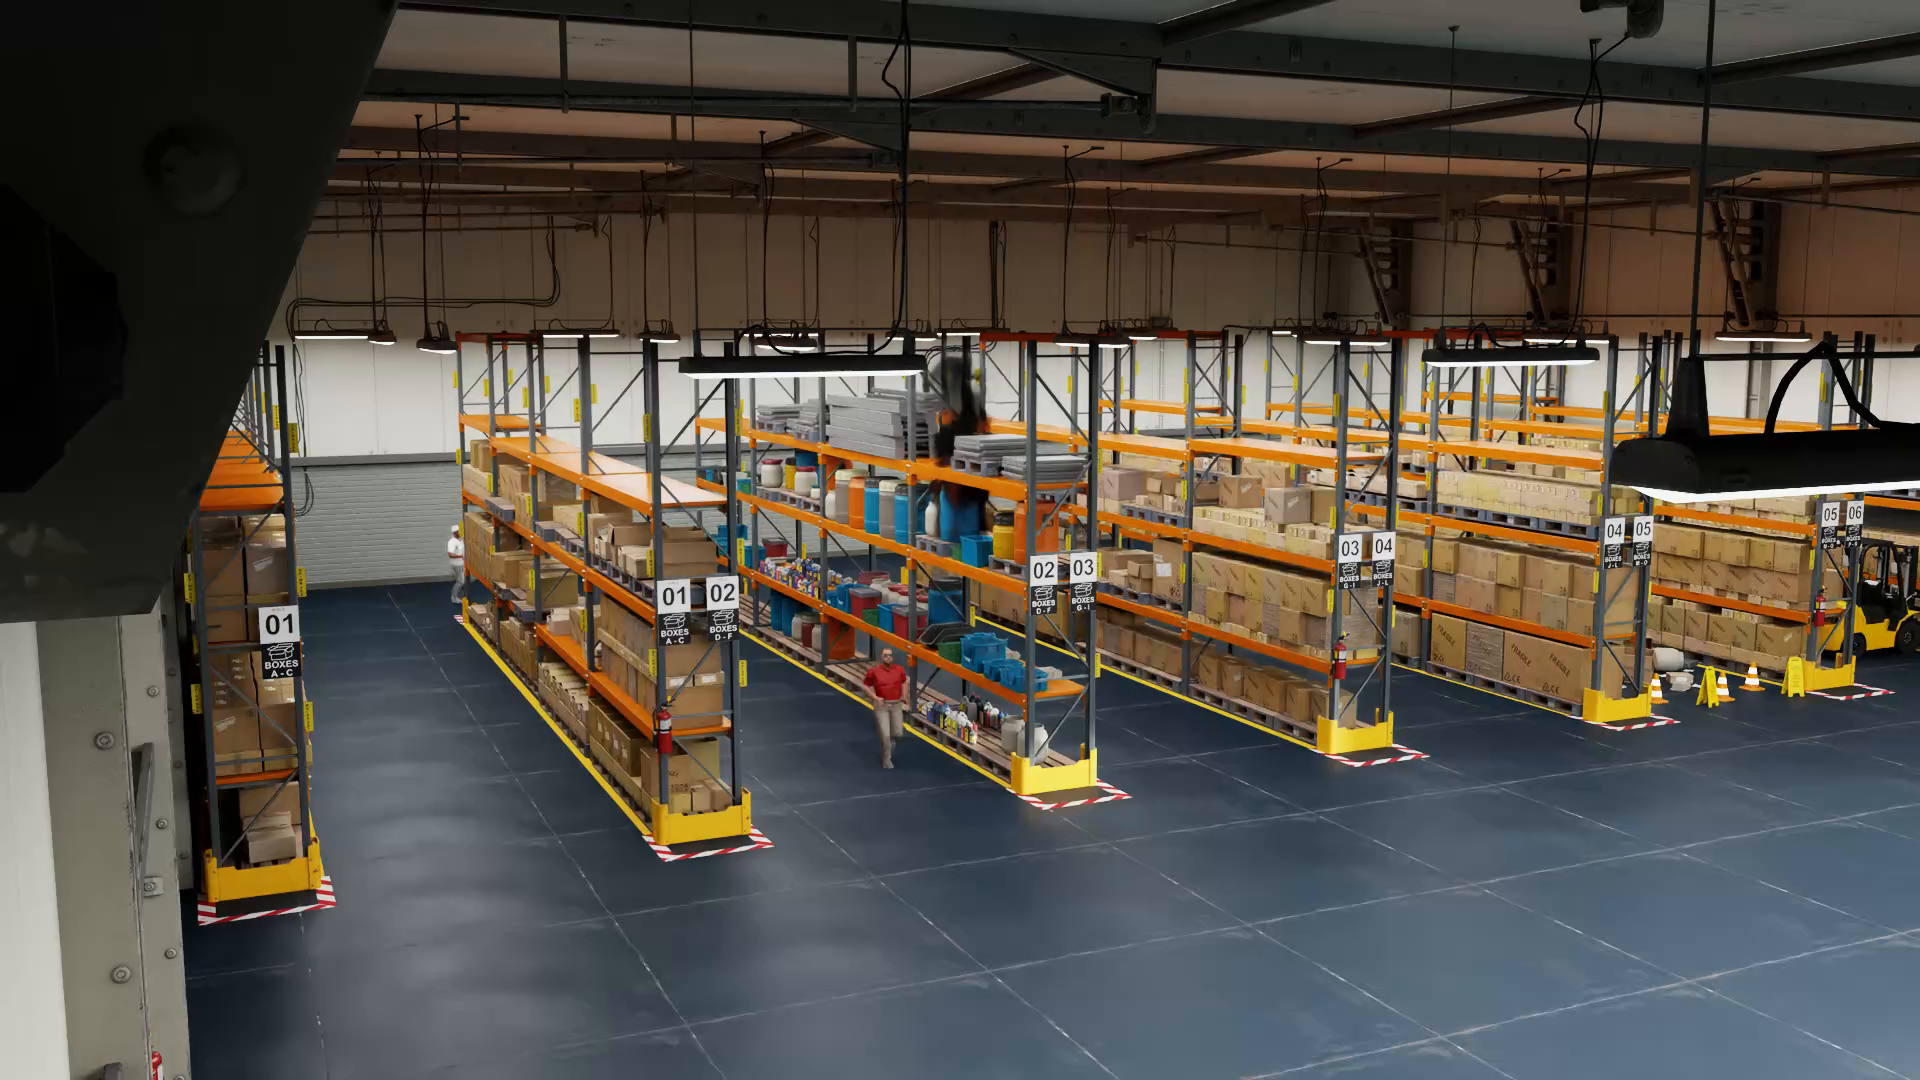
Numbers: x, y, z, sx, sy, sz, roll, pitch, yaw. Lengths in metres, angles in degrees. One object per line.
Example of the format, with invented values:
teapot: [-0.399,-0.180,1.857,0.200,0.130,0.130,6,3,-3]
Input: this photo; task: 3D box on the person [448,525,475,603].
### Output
person: [-10.959,0.533,36.611,0.614,1.739,0.683,2,8,16]

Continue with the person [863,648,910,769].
person: [-1.033,2.357,23.488,0.665,1.681,0.603,-2,8,-18]
